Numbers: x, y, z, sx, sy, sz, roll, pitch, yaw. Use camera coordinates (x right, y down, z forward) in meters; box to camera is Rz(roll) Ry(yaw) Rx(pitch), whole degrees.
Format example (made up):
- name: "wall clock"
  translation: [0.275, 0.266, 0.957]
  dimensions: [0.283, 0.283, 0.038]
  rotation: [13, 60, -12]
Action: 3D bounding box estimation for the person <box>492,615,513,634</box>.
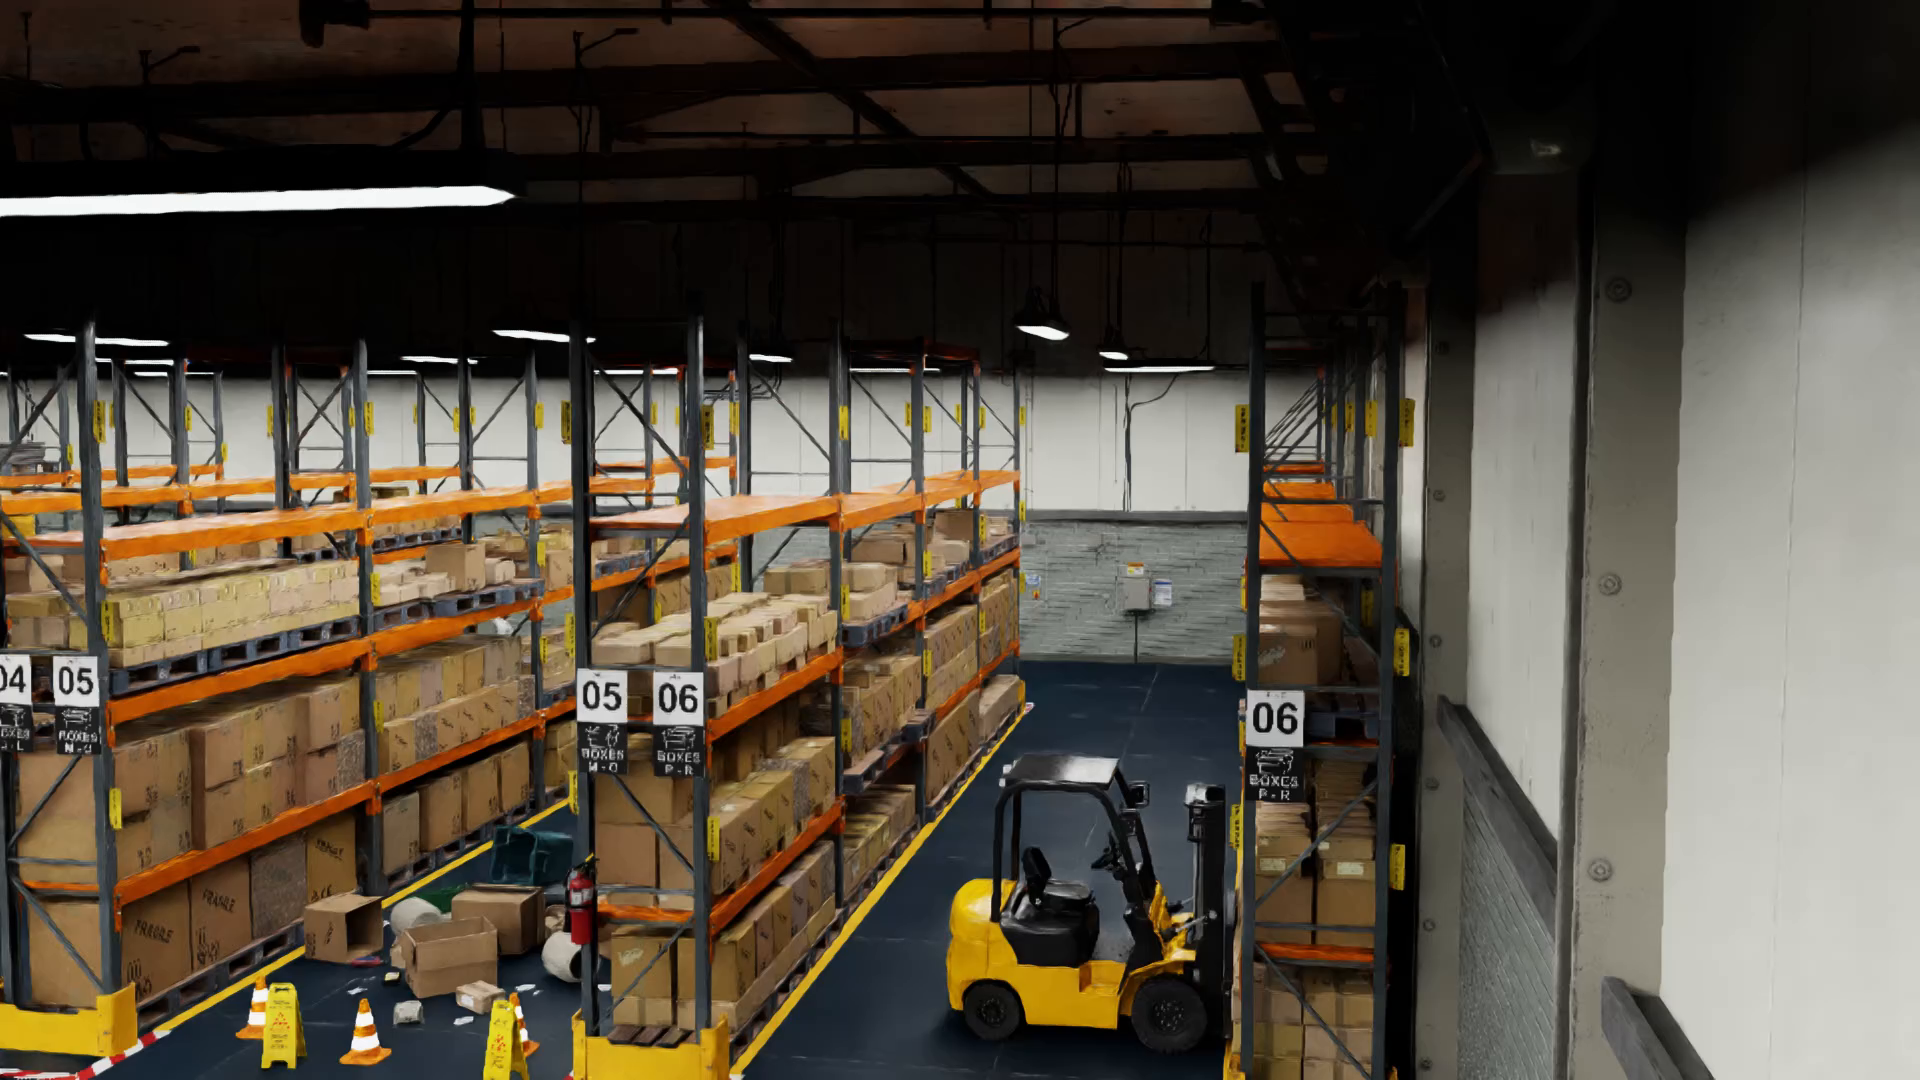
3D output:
- name: "person"
  translation: [-7.880, 1.946, 28.847]
  dimensions: [0.453, 1.768, 0.632]
  rotation: [-2, 5, -19]
